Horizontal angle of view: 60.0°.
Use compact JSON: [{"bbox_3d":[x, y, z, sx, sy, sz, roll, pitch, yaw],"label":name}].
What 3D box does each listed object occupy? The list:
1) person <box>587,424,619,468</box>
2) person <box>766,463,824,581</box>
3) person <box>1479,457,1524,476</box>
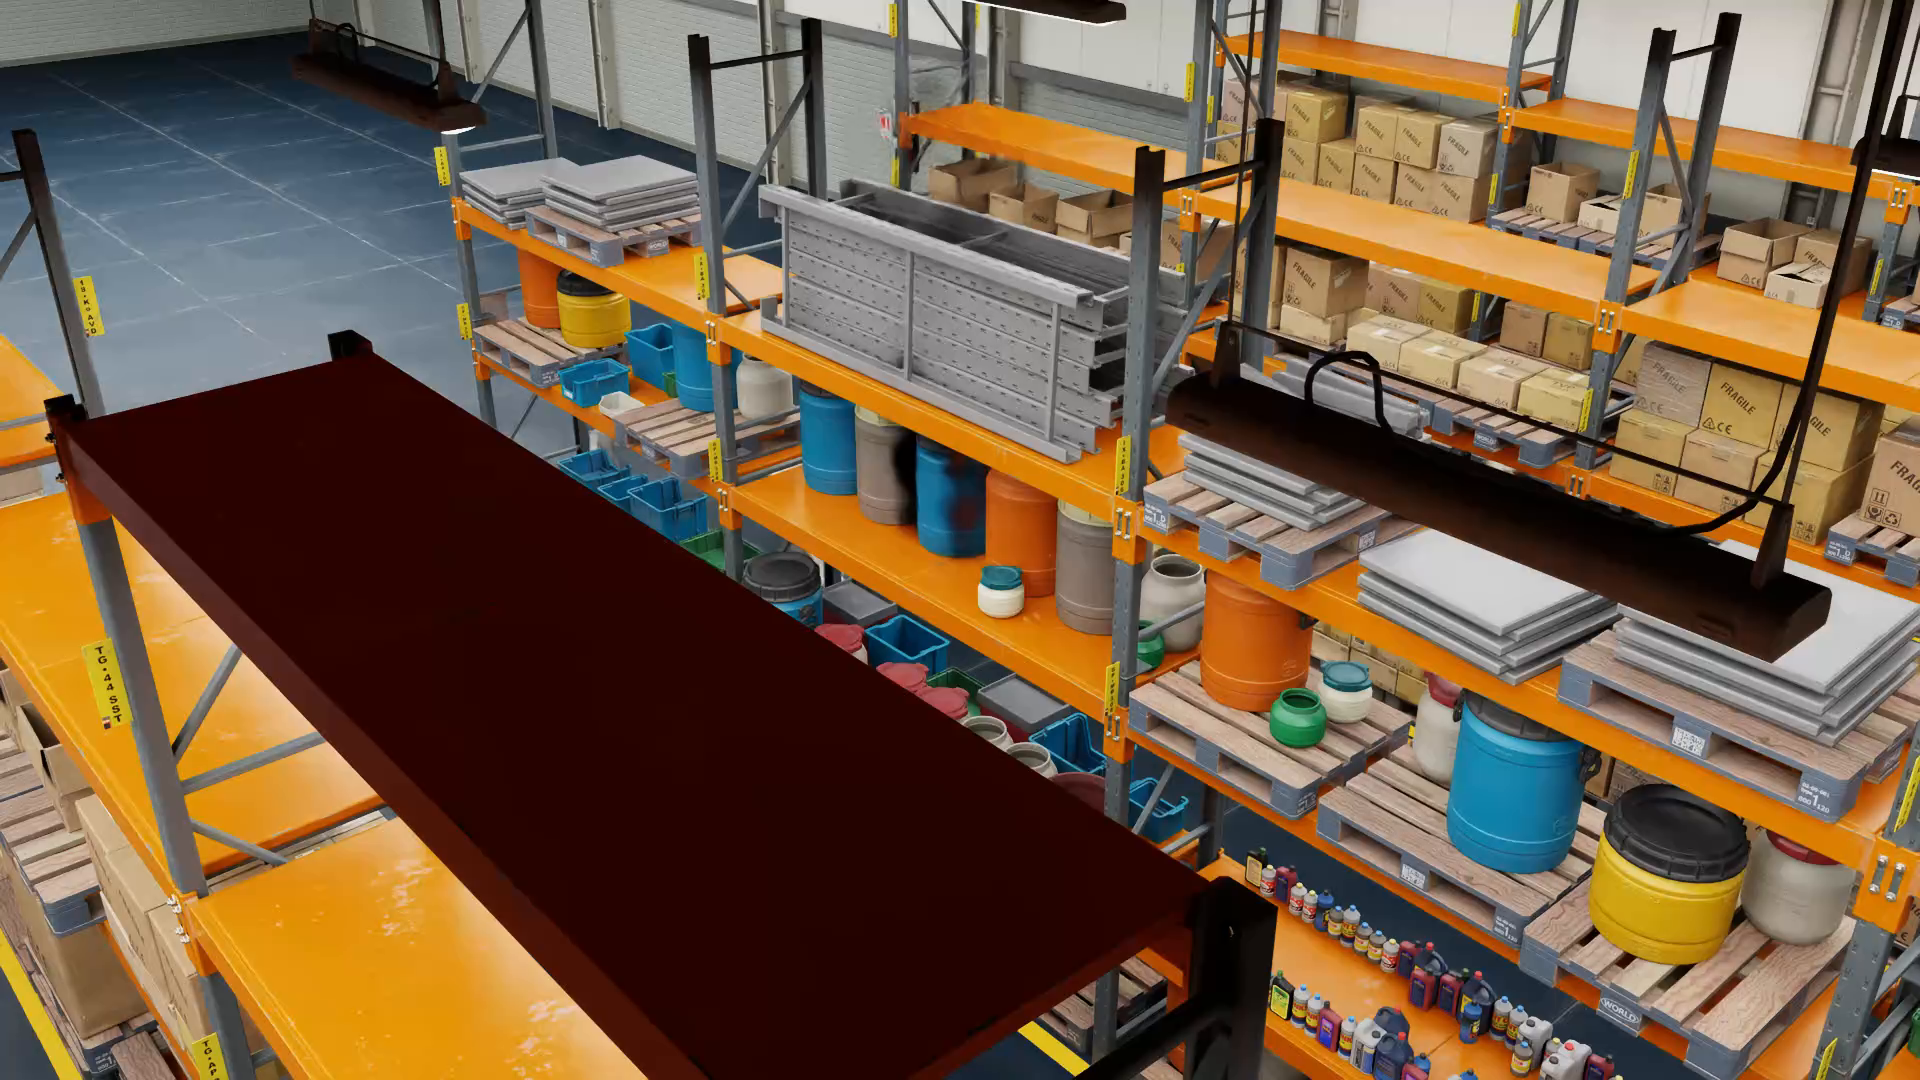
[{"bbox_3d":[-3.683,-0.681,17.270,0.698,1.551,0.568,8,28,15],"label":"person"},{"bbox_3d":[-1.574,-0.392,16.375,0.852,1.829,0.695,21,34,35],"label":"person"},{"bbox_3d":[5.349,-0.405,16.527,0.727,1.695,0.585,23,35,38],"label":"person"}]
